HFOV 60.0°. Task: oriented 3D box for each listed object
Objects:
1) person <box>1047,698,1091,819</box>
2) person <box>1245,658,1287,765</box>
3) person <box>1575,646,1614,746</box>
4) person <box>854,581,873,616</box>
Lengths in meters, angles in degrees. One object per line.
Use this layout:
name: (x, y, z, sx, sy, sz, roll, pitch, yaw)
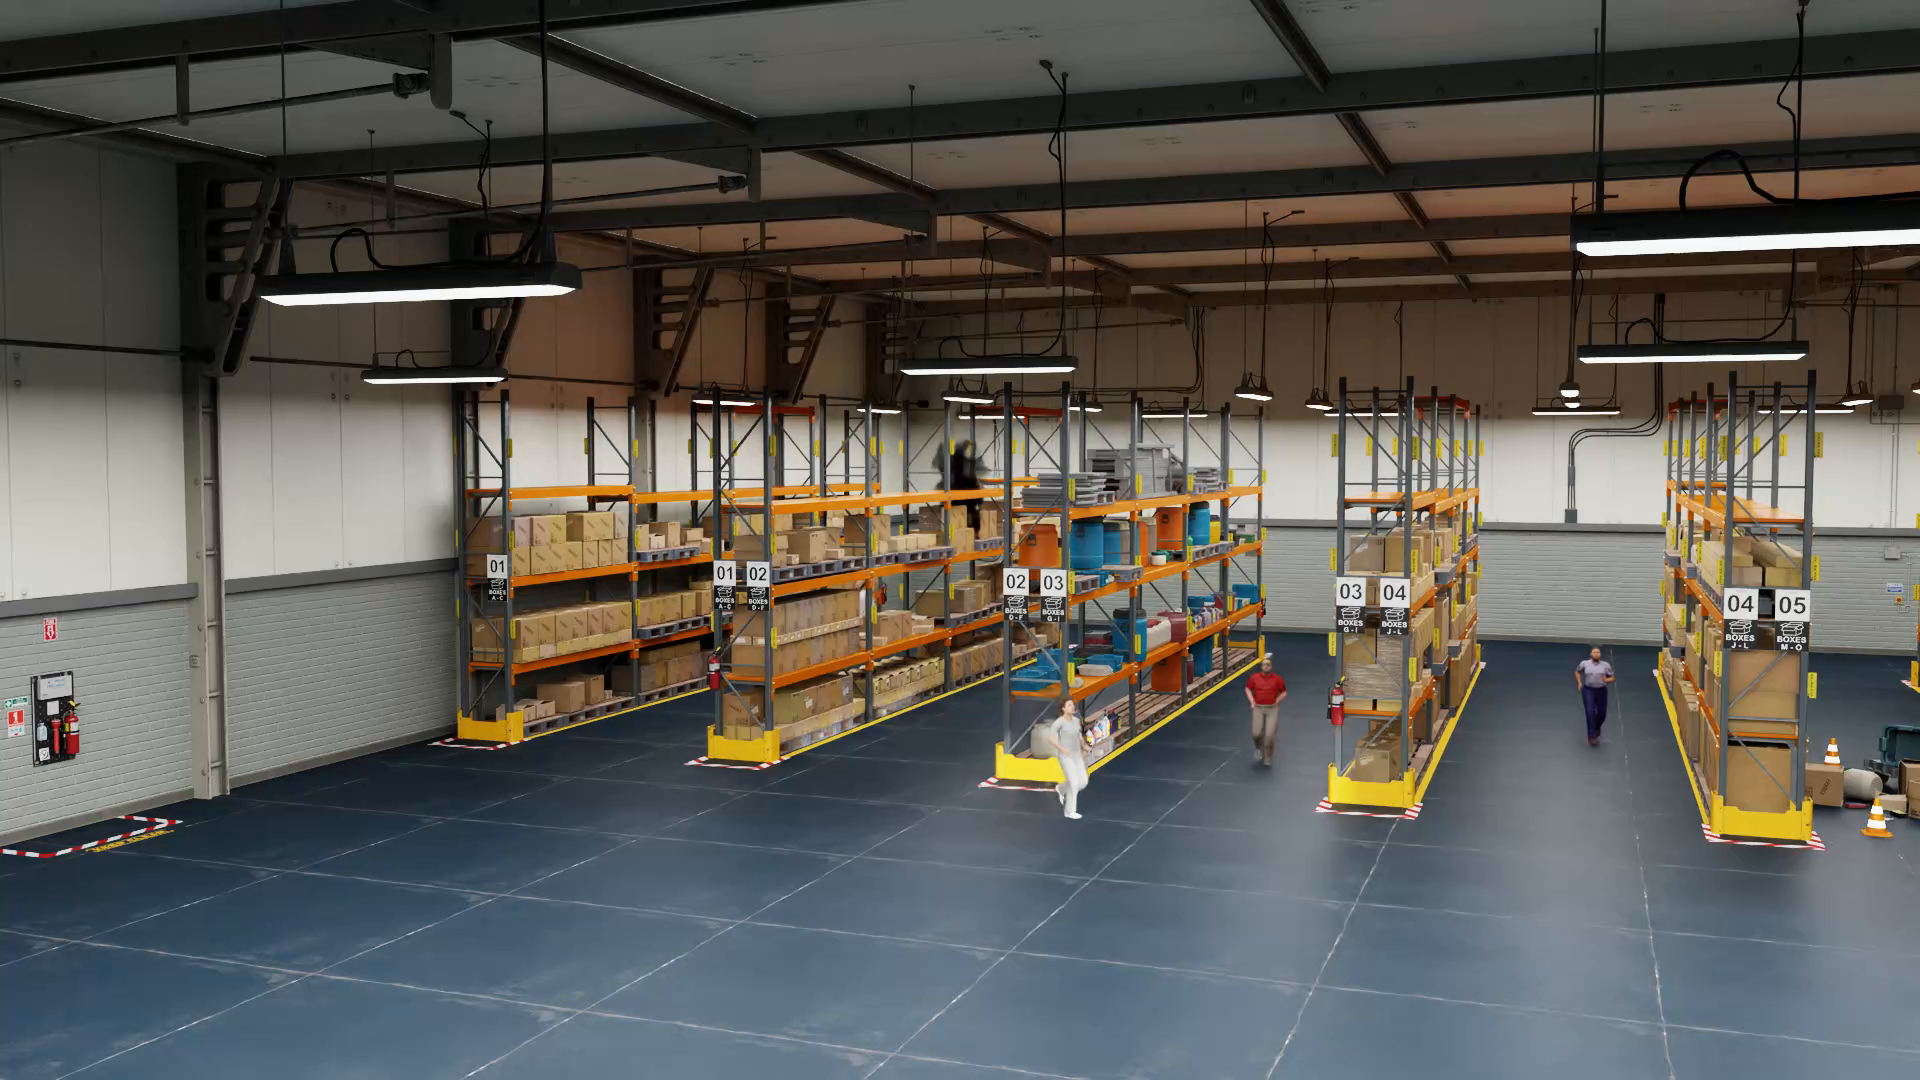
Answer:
person: (1.447, 2.947, 22.615, 0.602, 1.625, 0.611, -2, 4, -38)
person: (4.827, 2.710, 26.268, 0.656, 1.674, 0.610, 1, 3, 12)
person: (10.770, 2.615, 28.207, 0.611, 1.626, 0.915, 1, 3, 12)
person: (-2.296, 1.879, 37.616, 0.695, 1.538, 0.672, 1, 3, 9)
